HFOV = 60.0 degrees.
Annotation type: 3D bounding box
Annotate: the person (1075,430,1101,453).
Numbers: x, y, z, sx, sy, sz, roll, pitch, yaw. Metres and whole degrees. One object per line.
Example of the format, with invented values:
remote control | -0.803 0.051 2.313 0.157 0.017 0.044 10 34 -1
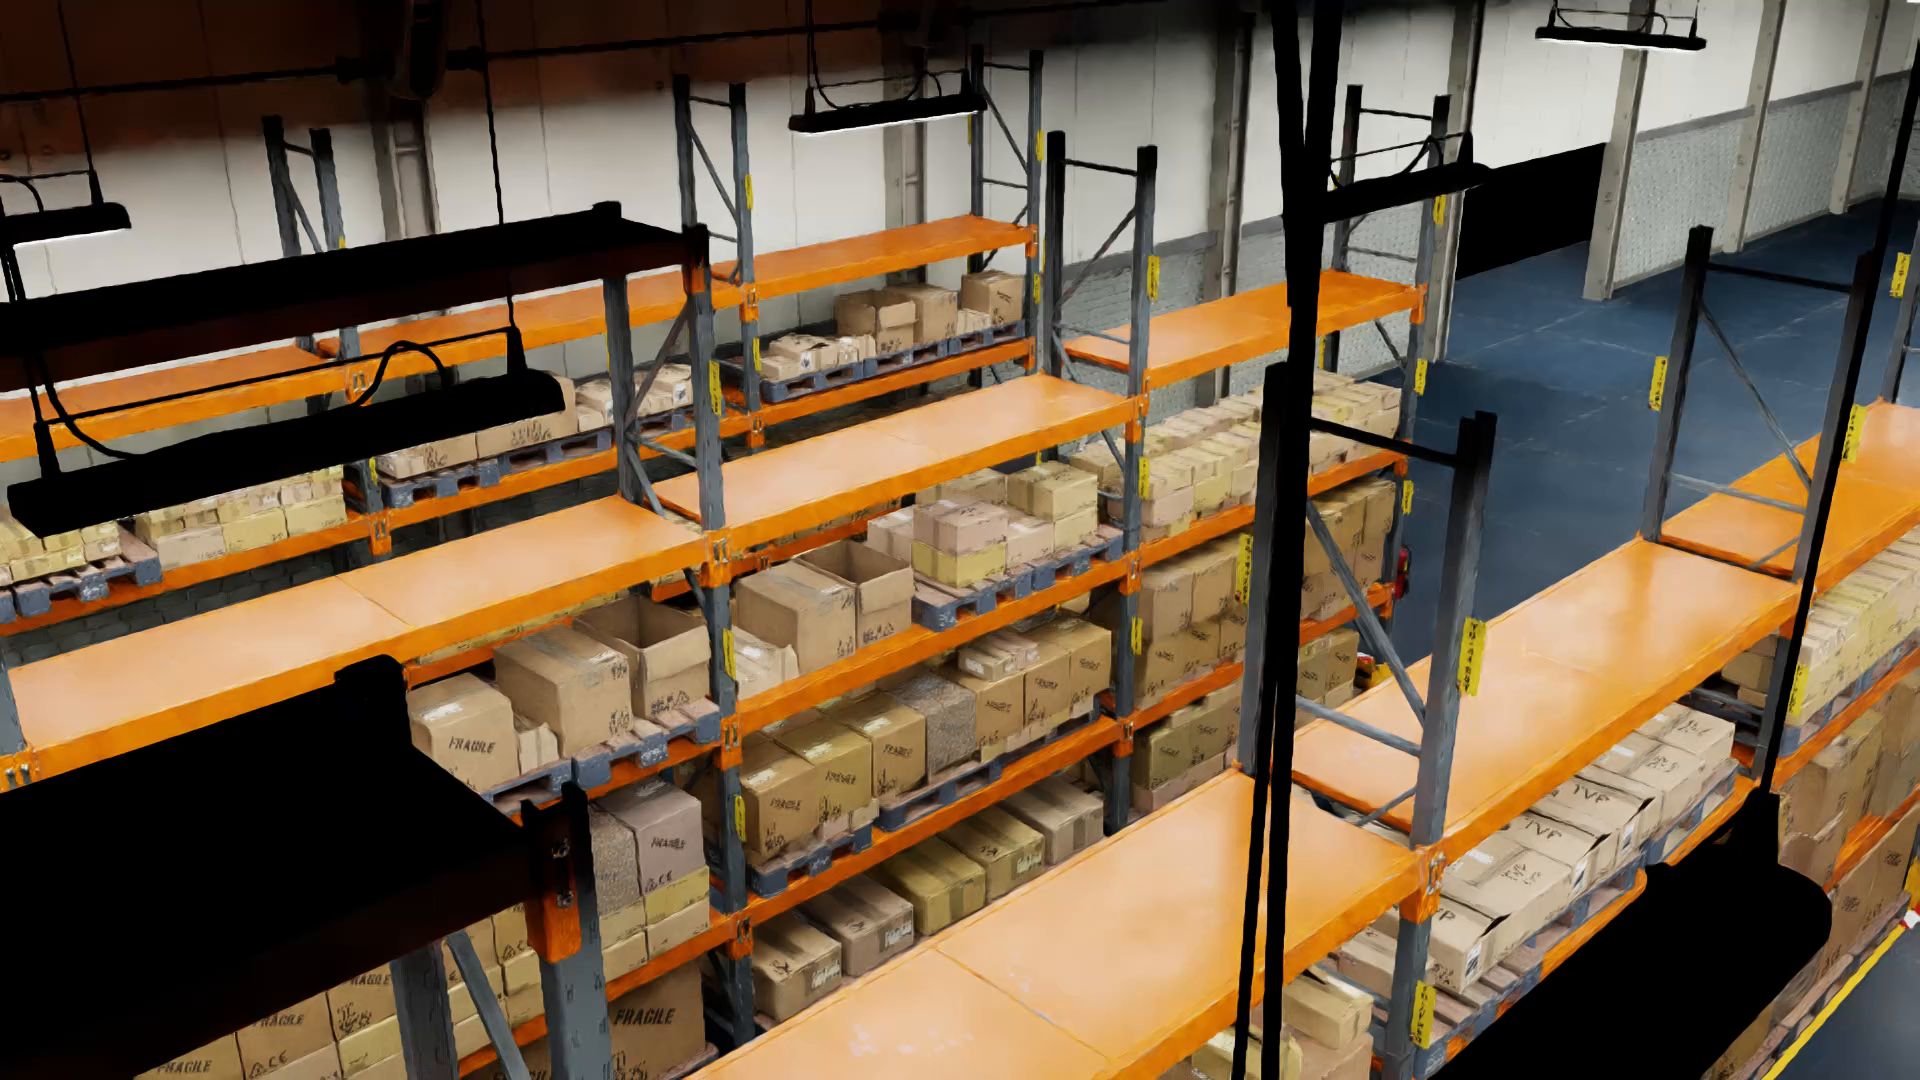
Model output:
person | 1.622 -1.099 21.407 0.365 1.592 0.521 7 24 17
